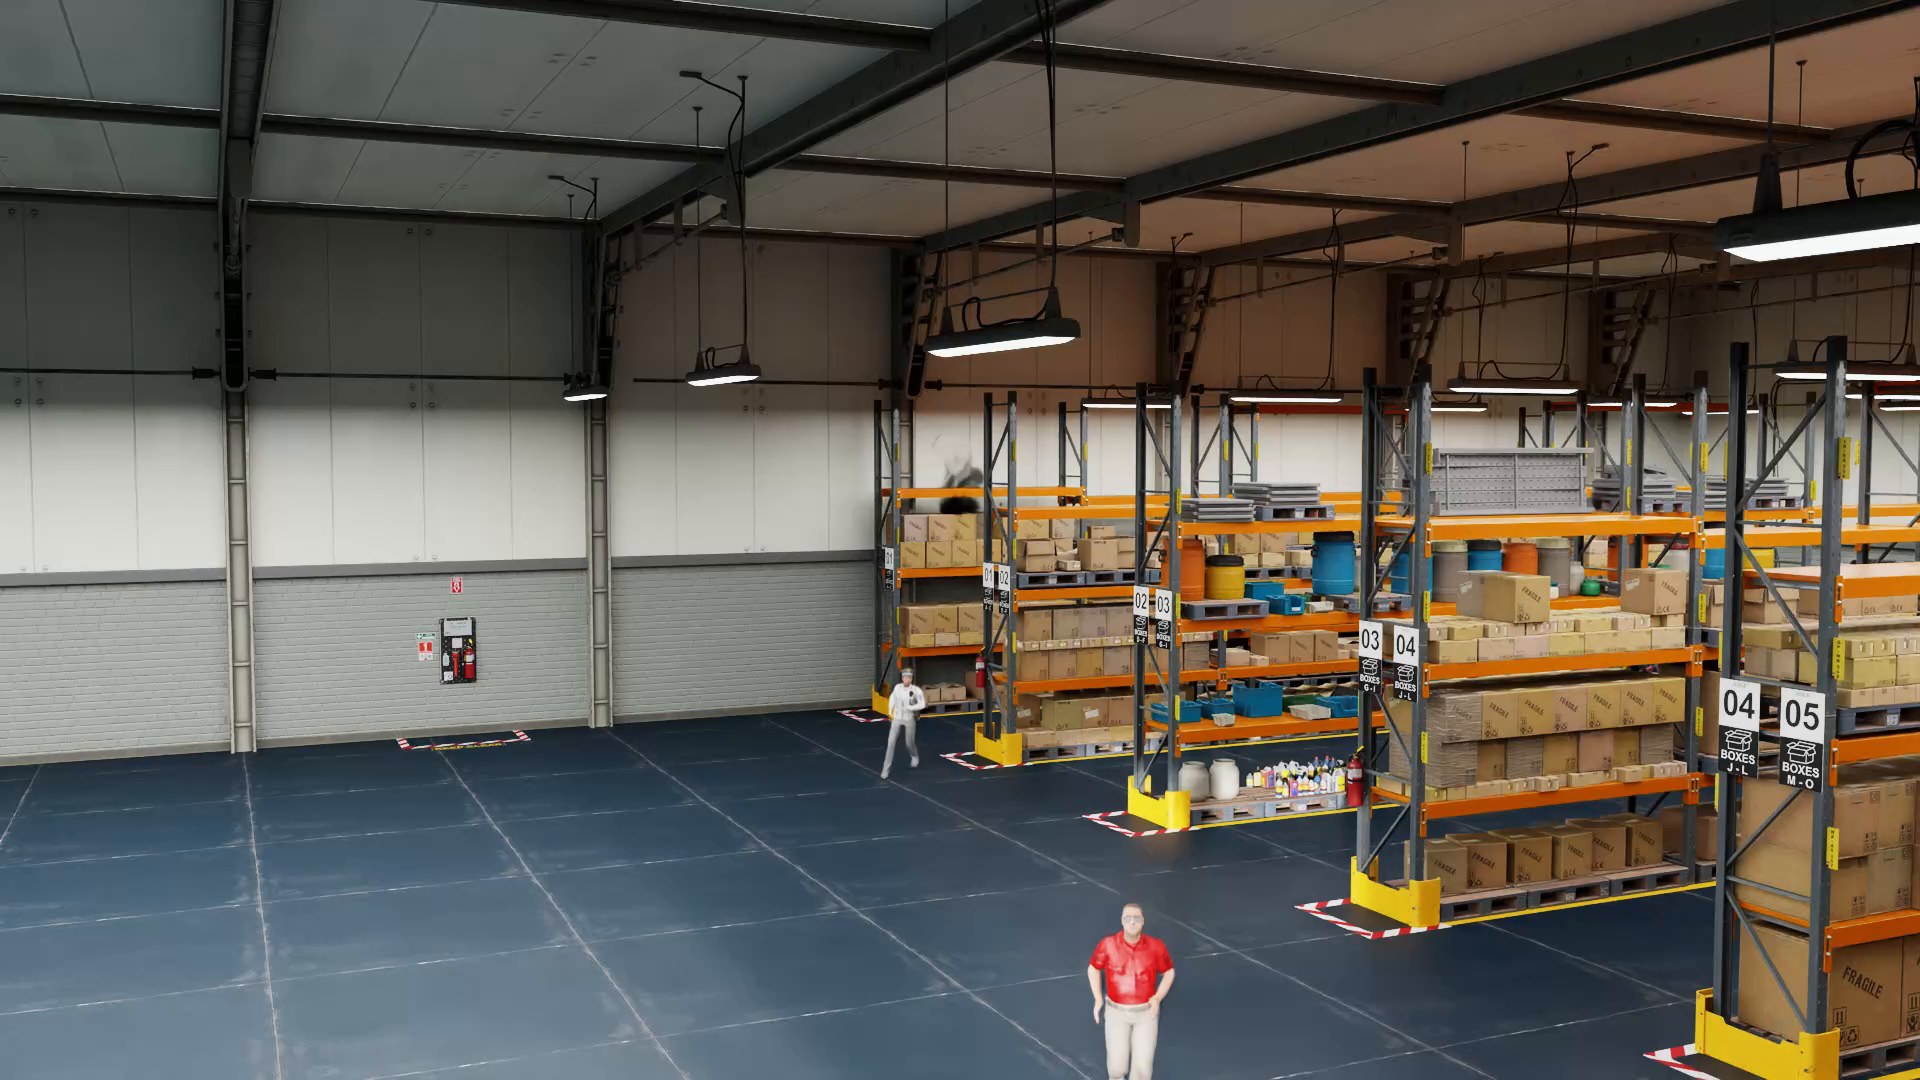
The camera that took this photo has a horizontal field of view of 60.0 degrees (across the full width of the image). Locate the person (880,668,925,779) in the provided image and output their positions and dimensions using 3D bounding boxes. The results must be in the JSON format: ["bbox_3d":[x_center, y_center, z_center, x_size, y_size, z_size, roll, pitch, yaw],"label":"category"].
[{"bbox_3d":[-0.843,2.827,25.955,0.629,1.681,0.929,1,3,13],"label":"person"}]

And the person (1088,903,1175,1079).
[{"bbox_3d":[1.305,3.593,12.643,0.664,1.684,0.602,0,3,4],"label":"person"}]
